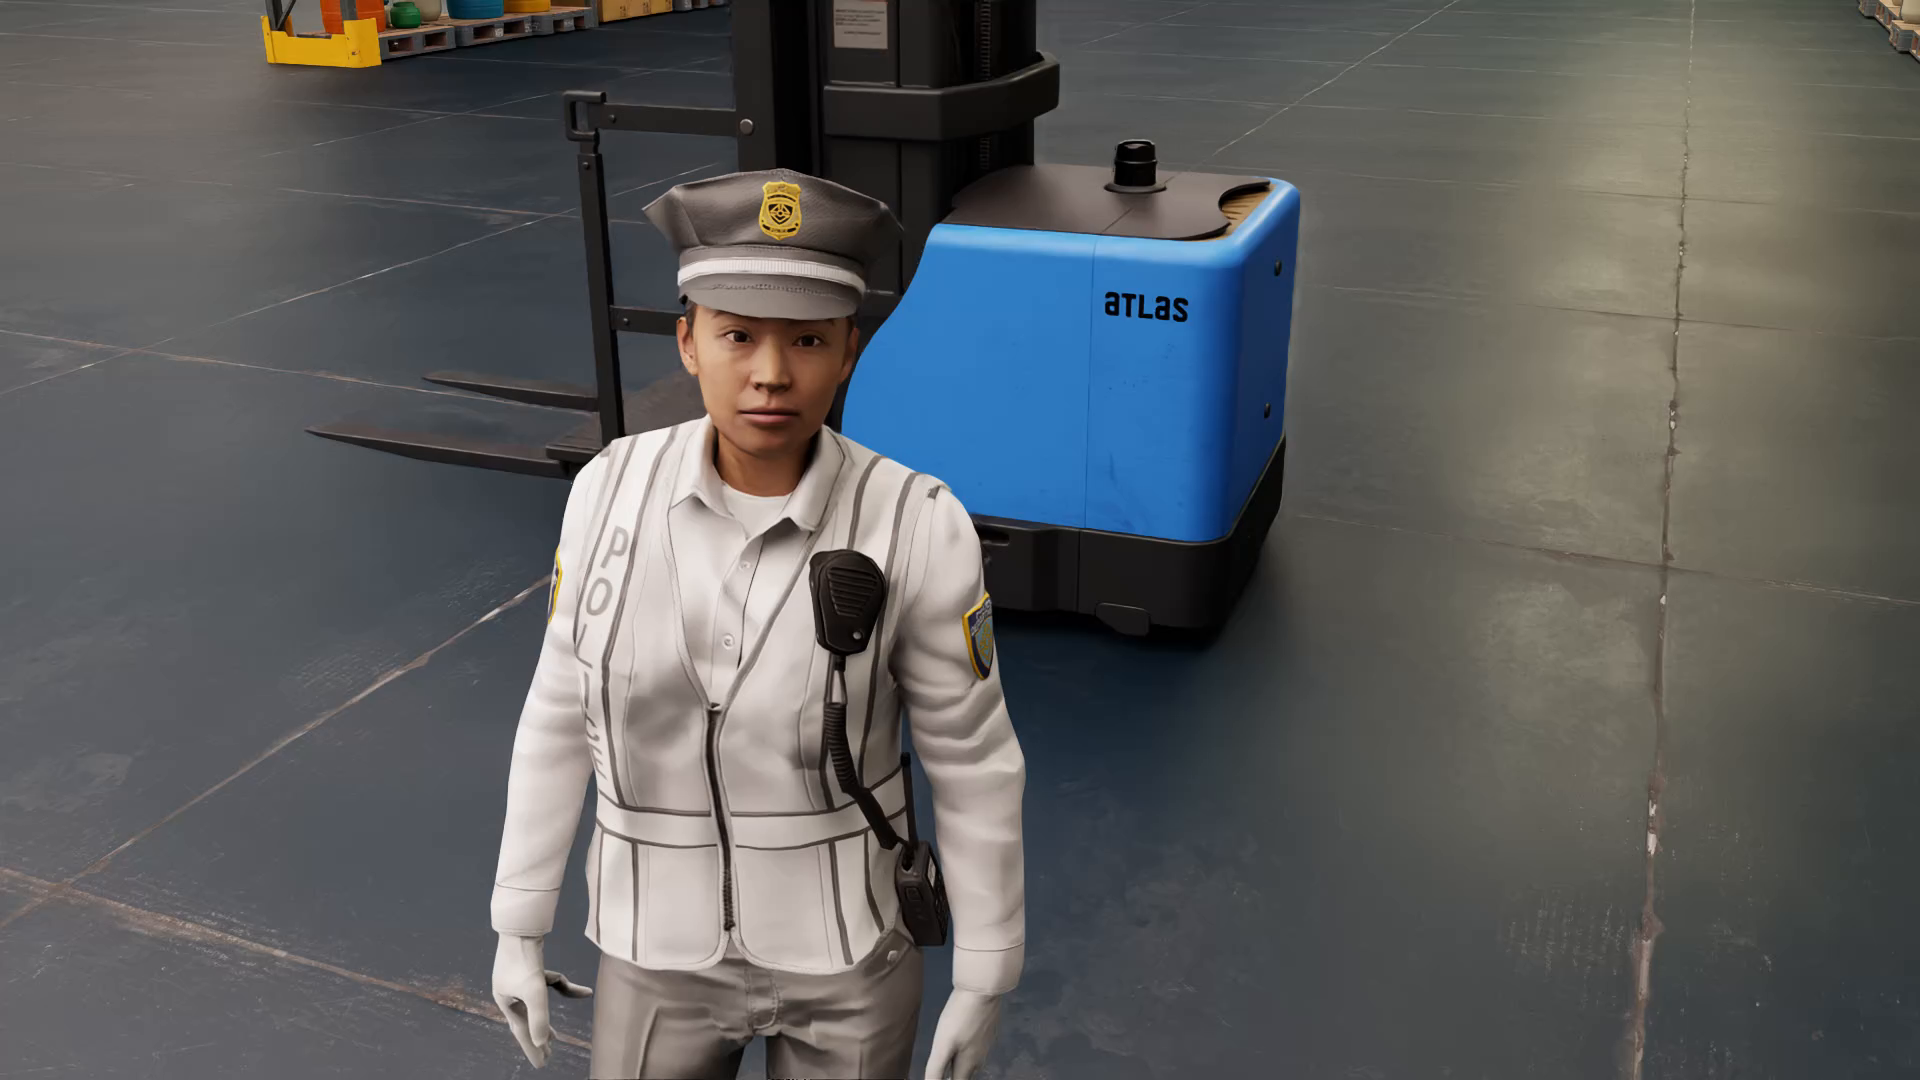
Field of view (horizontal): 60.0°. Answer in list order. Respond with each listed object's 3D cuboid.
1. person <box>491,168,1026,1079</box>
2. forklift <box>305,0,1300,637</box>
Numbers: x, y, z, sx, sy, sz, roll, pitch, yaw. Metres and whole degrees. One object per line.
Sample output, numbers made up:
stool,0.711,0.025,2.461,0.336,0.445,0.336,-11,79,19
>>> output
person,-0.222,0.473,1.760,0.575,1.701,0.514,2,23,5
forklift,-0.579,-1.429,4.710,3.031,2.935,1.130,8,24,18
